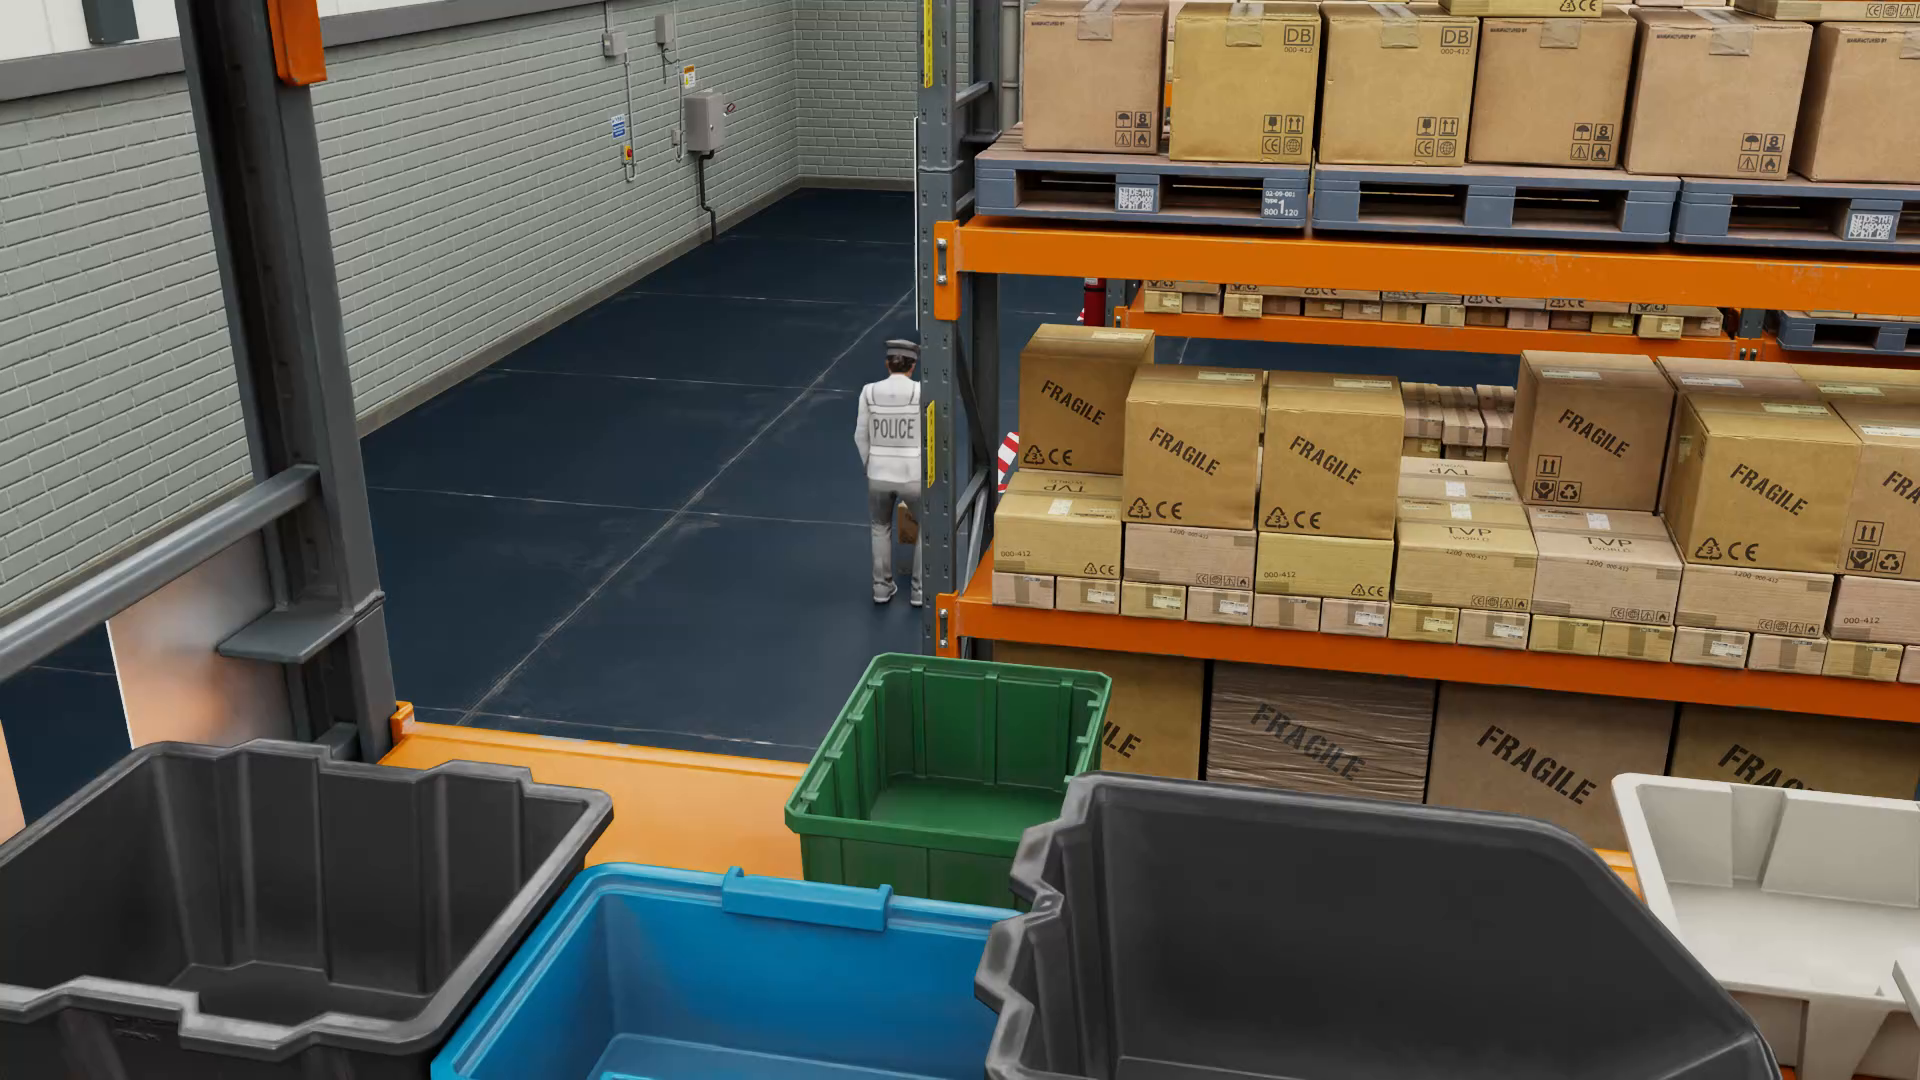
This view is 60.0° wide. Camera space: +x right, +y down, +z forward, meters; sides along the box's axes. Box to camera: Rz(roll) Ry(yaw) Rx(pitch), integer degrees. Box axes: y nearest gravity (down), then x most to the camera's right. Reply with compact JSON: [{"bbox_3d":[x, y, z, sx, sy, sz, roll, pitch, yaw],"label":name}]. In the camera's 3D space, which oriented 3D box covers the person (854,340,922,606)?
[{"bbox_3d":[-0.361,-0.386,9.717,0.520,1.559,0.548,5,22,12],"label":"person"}]
